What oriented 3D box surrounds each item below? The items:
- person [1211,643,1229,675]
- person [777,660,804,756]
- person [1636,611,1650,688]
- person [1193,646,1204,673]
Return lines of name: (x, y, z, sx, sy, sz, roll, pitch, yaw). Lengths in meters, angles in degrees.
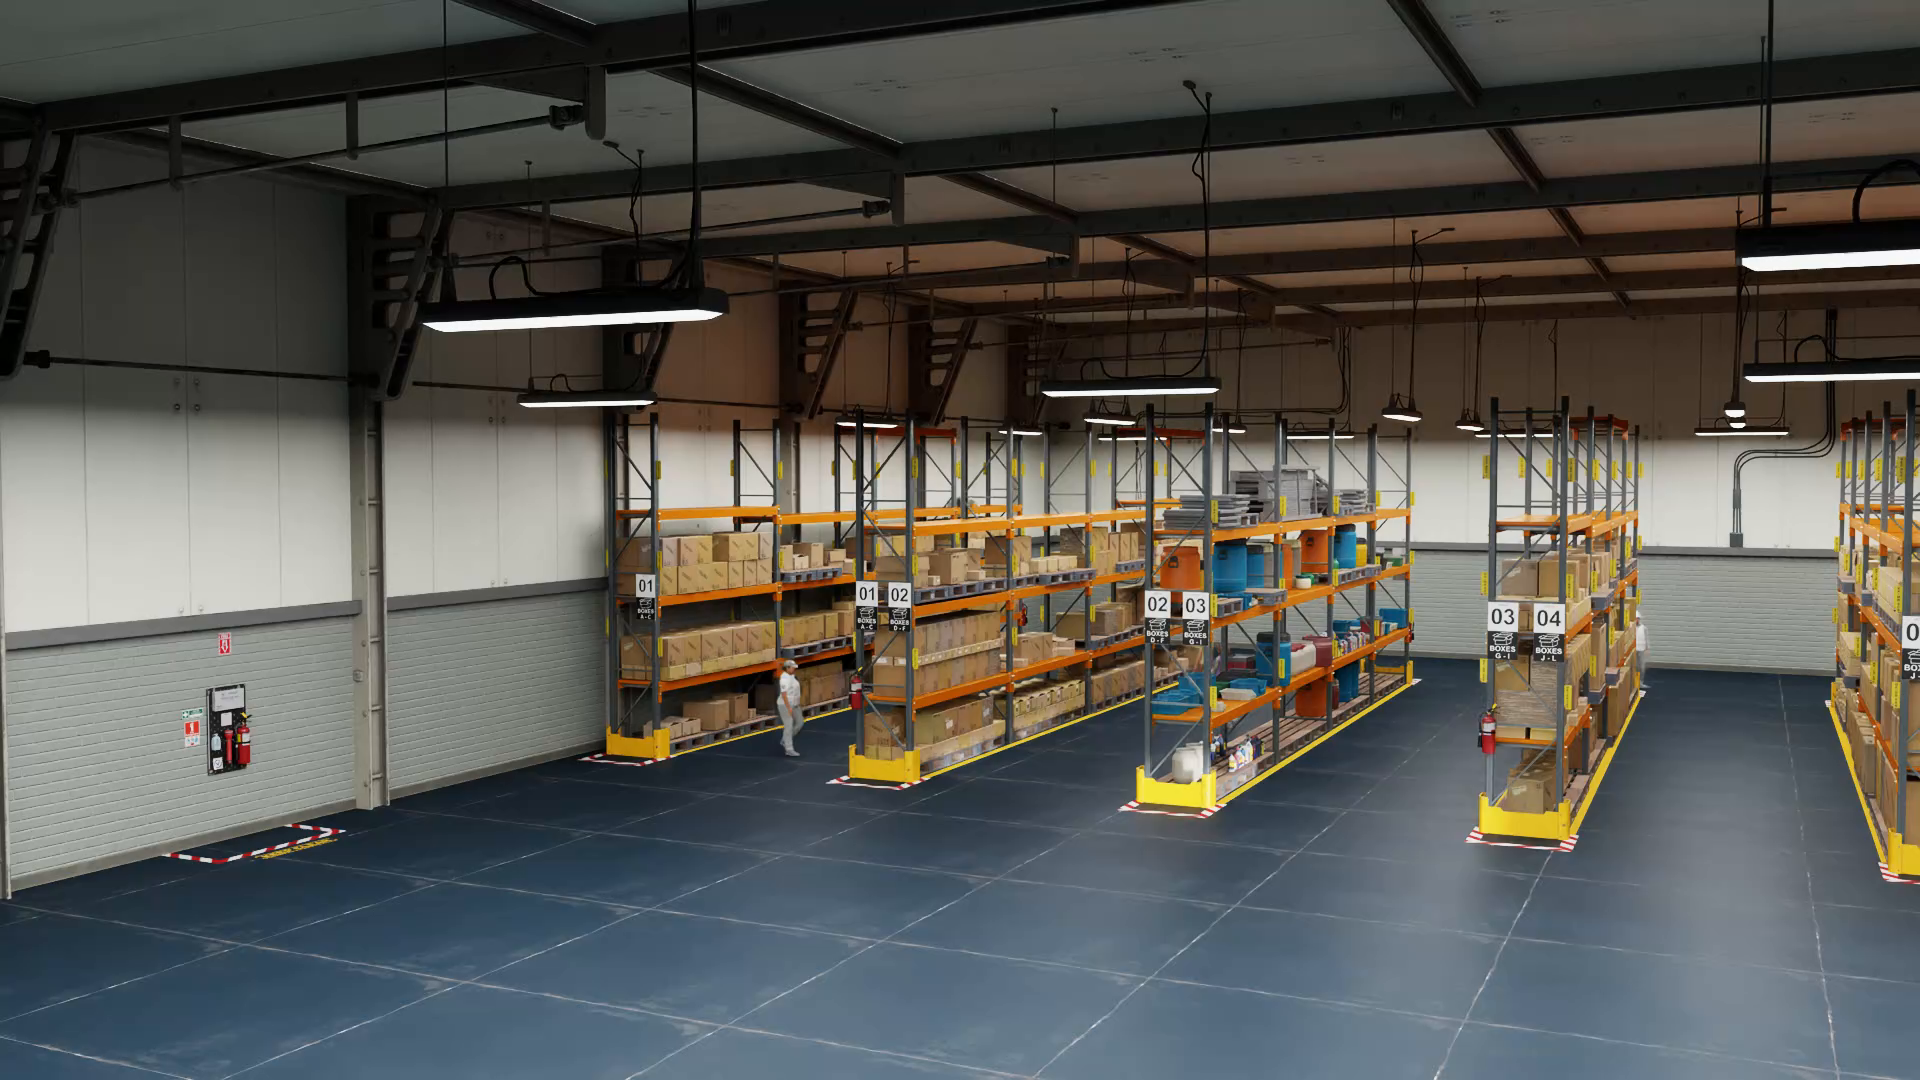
person: (5.126, 2.809, 32.808, 0.513, 1.593, 0.422, -2, 3, -36)
person: (-2.978, 2.943, 29.282, 0.504, 1.678, 0.616, 1, 2, 16)
person: (15.452, 2.517, 38.006, 0.594, 1.783, 0.382, 1, 3, 22)
person: (5.141, 2.680, 35.462, 0.523, 1.670, 0.423, -2, 3, -38)
